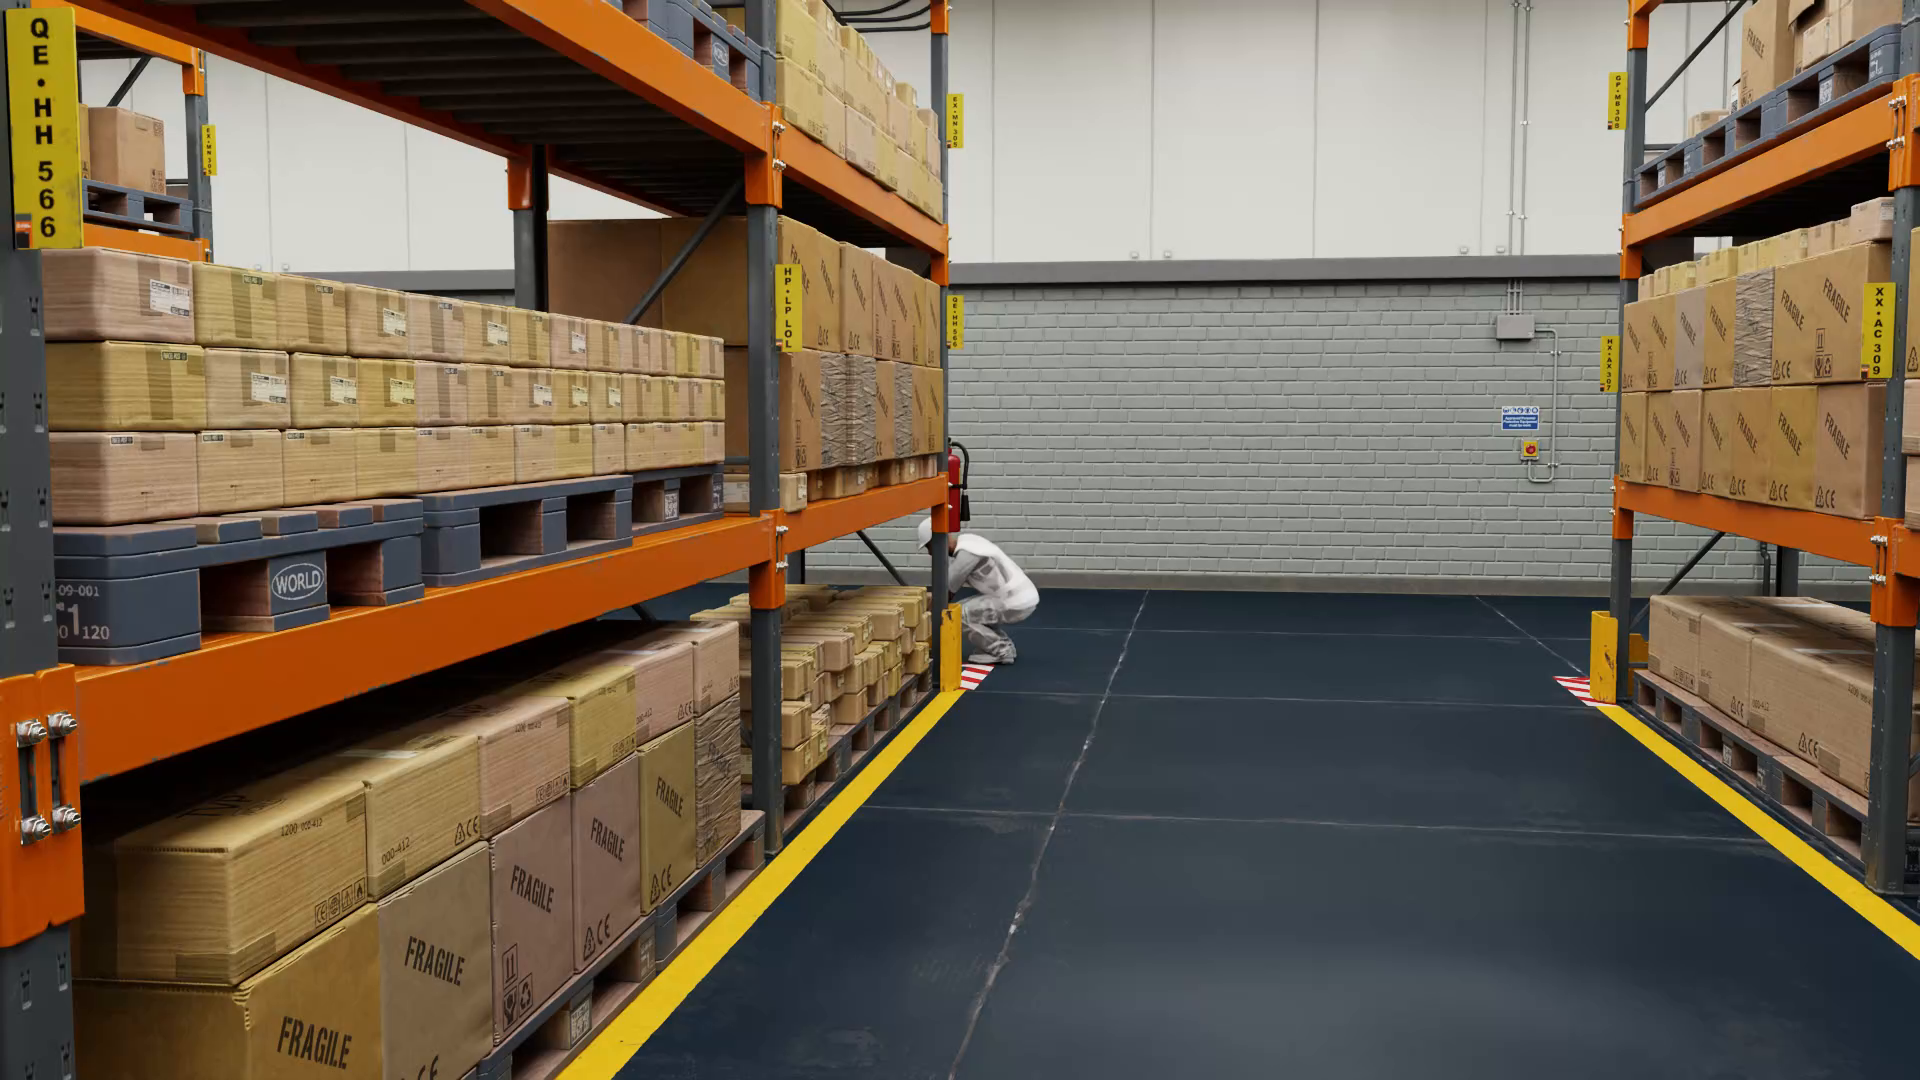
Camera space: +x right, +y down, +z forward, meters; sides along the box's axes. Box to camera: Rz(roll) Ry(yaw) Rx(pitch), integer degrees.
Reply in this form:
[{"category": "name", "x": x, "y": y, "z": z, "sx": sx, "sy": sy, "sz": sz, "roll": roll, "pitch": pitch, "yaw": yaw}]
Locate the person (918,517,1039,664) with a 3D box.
[{"category": "person", "x": 0.079, "y": 0.337, "z": 11.302, "sx": 0.912, "sy": 0.990, "sz": 0.569, "roll": 1, "pitch": 4, "yaw": 7}]
